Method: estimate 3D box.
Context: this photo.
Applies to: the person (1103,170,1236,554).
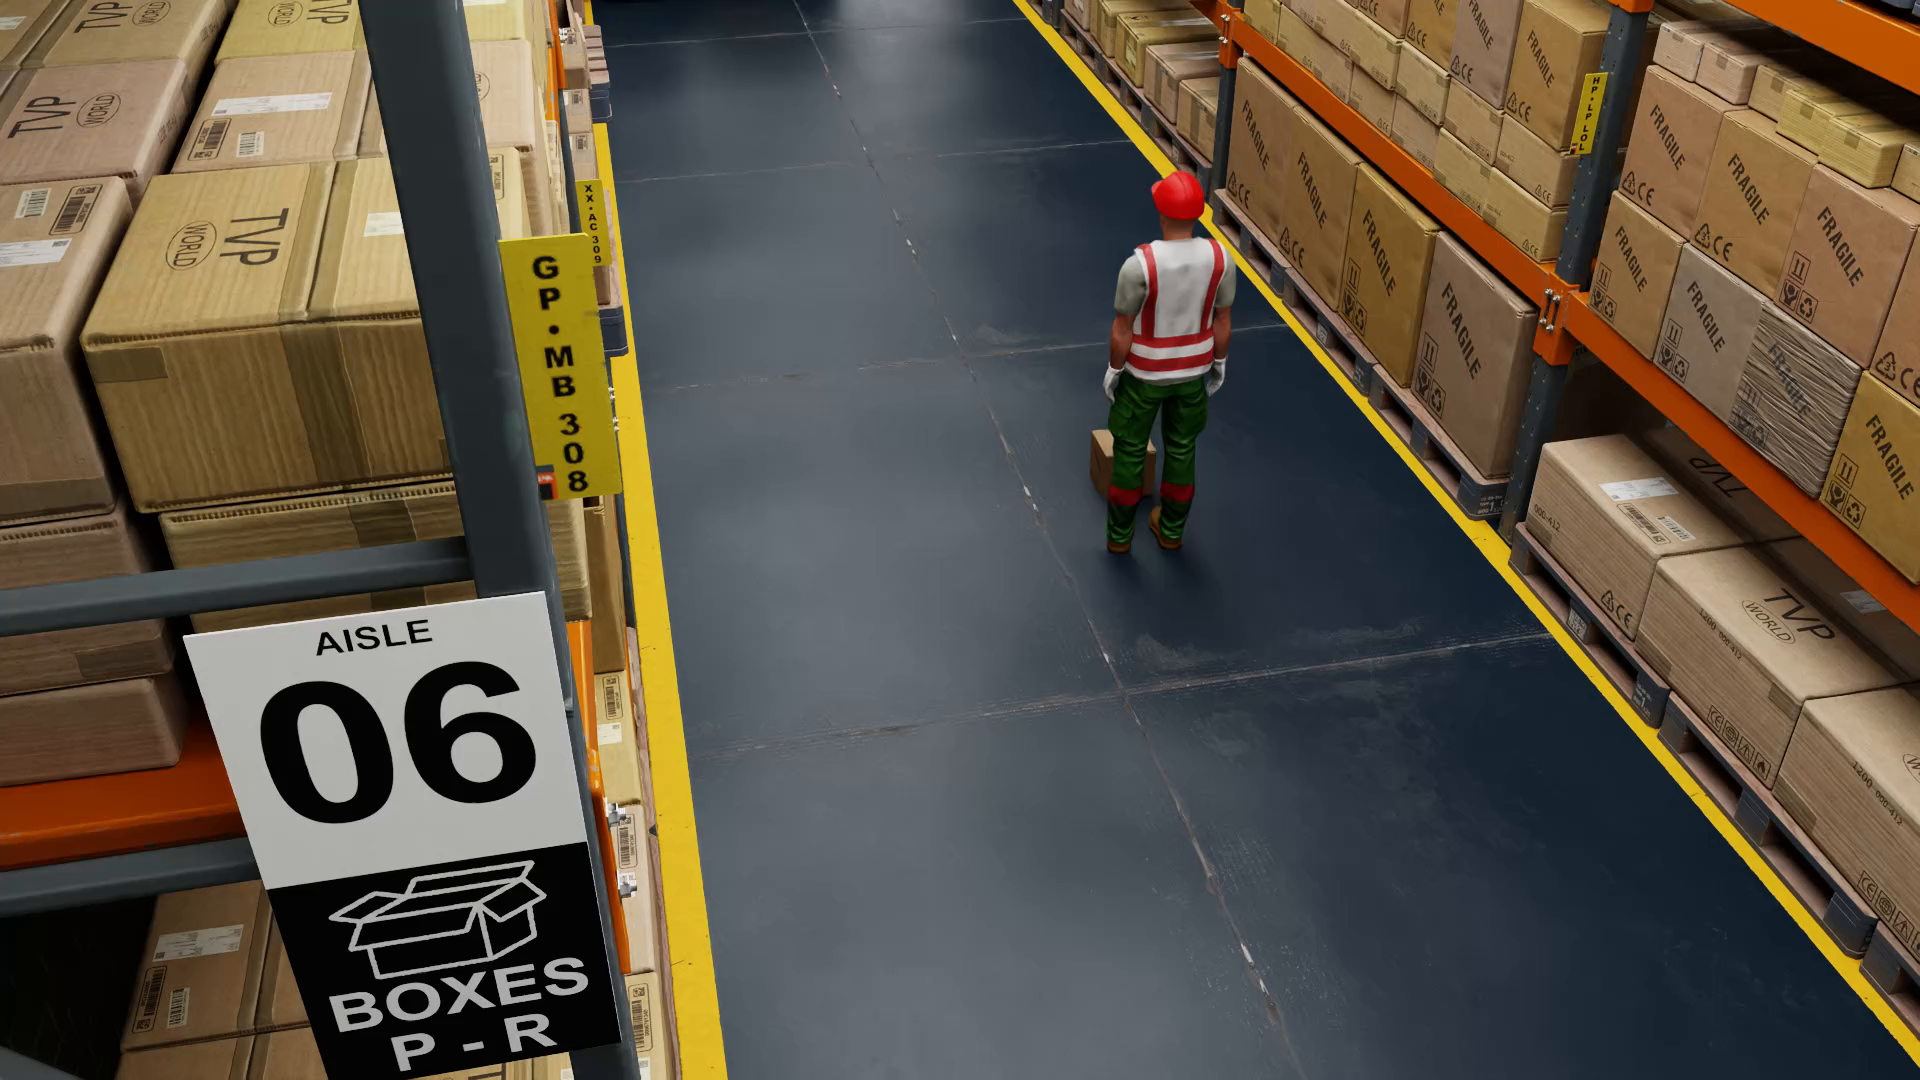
[{"bbox_3d":[0.887,-0.753,7.232,0.544,1.795,0.359,-7,35,-10],"label":"person"}]
